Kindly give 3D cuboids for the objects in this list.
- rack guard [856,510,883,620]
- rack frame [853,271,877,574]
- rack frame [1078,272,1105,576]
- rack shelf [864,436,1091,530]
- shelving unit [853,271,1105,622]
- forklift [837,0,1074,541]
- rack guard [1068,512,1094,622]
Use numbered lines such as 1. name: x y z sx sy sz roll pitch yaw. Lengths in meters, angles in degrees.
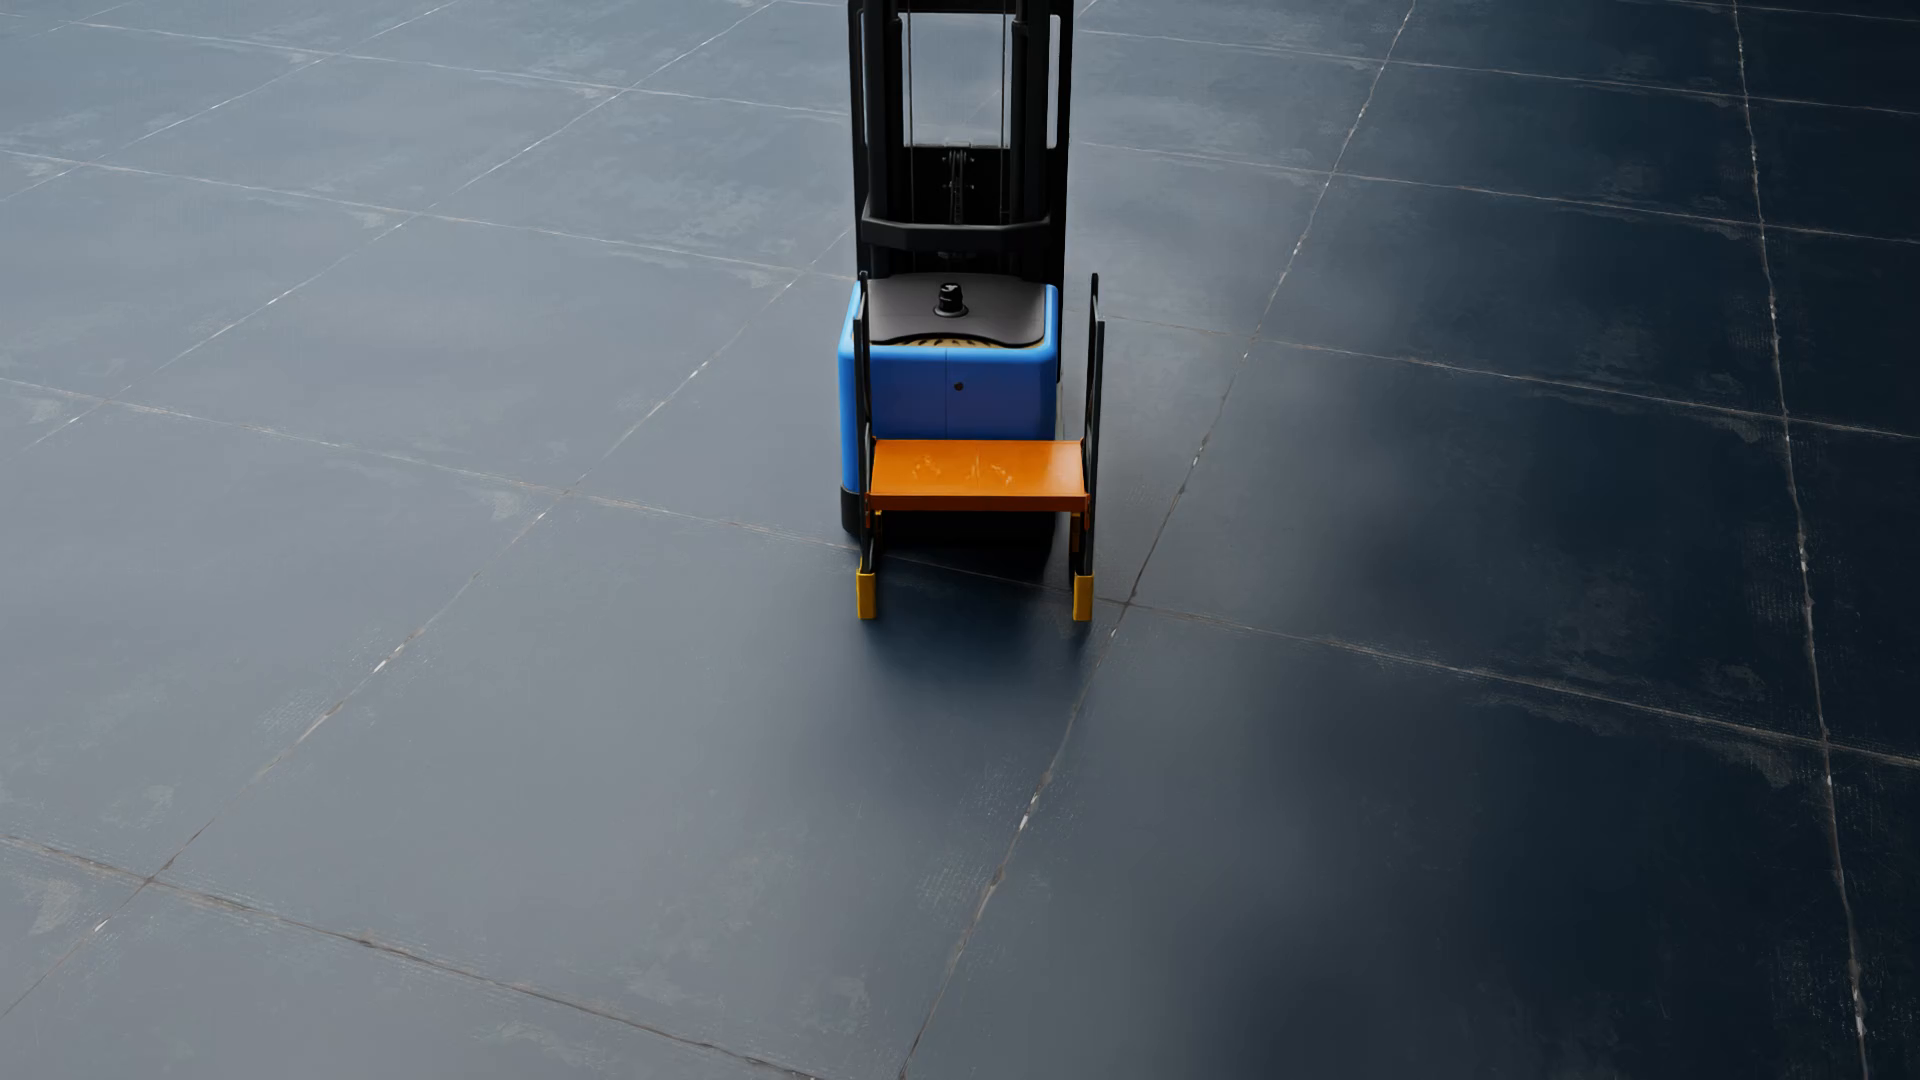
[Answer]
1. rack guard: -0.426 0.105 7.857 0.087 0.250 0.587 0 33 1
2. rack frame: -0.427 -0.420 7.518 0.032 1.500 0.500 0 33 1
3. rack frame: 0.589 -0.412 7.506 0.032 1.500 0.500 0 33 1
4. rack shelf: 0.081 -0.265 7.609 1.000 0.185 0.538 0 33 1
5. shelving unit: 0.072 -0.416 7.512 1.083 1.500 0.587 0 33 1
6. forklift: 0.017 -1.999 8.643 1.130 2.935 3.031 2 33 3
7. rack guard: 0.570 0.113 7.845 0.087 0.250 0.587 0 33 1
